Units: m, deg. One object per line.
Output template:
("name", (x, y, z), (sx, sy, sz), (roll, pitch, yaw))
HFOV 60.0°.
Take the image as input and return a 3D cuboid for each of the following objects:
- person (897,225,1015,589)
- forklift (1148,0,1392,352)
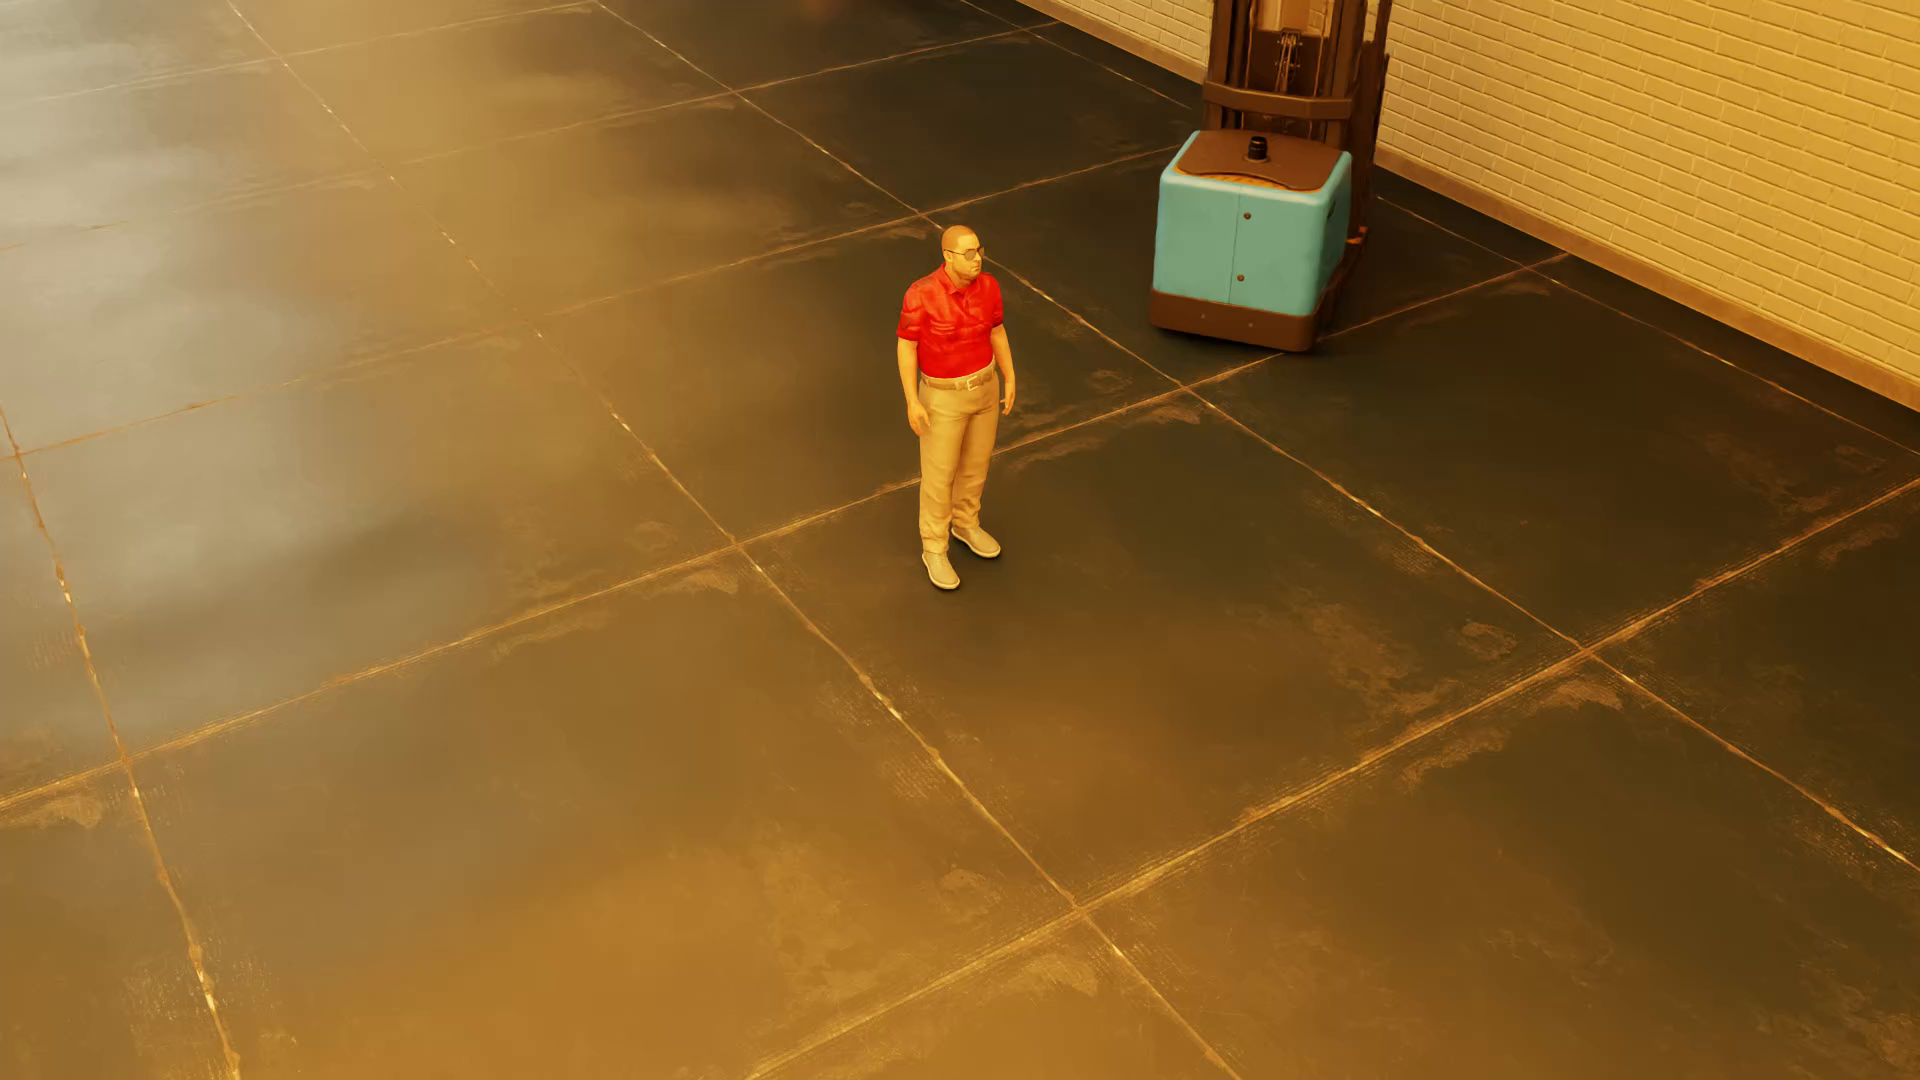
("person", (0.039, -0.666, 8.129), (0.640, 1.727, 0.551), (-21, 40, -27))
("forklift", (2.213, -3.197, 10.698), (1.130, 2.935, 3.031), (13, 37, 18))
